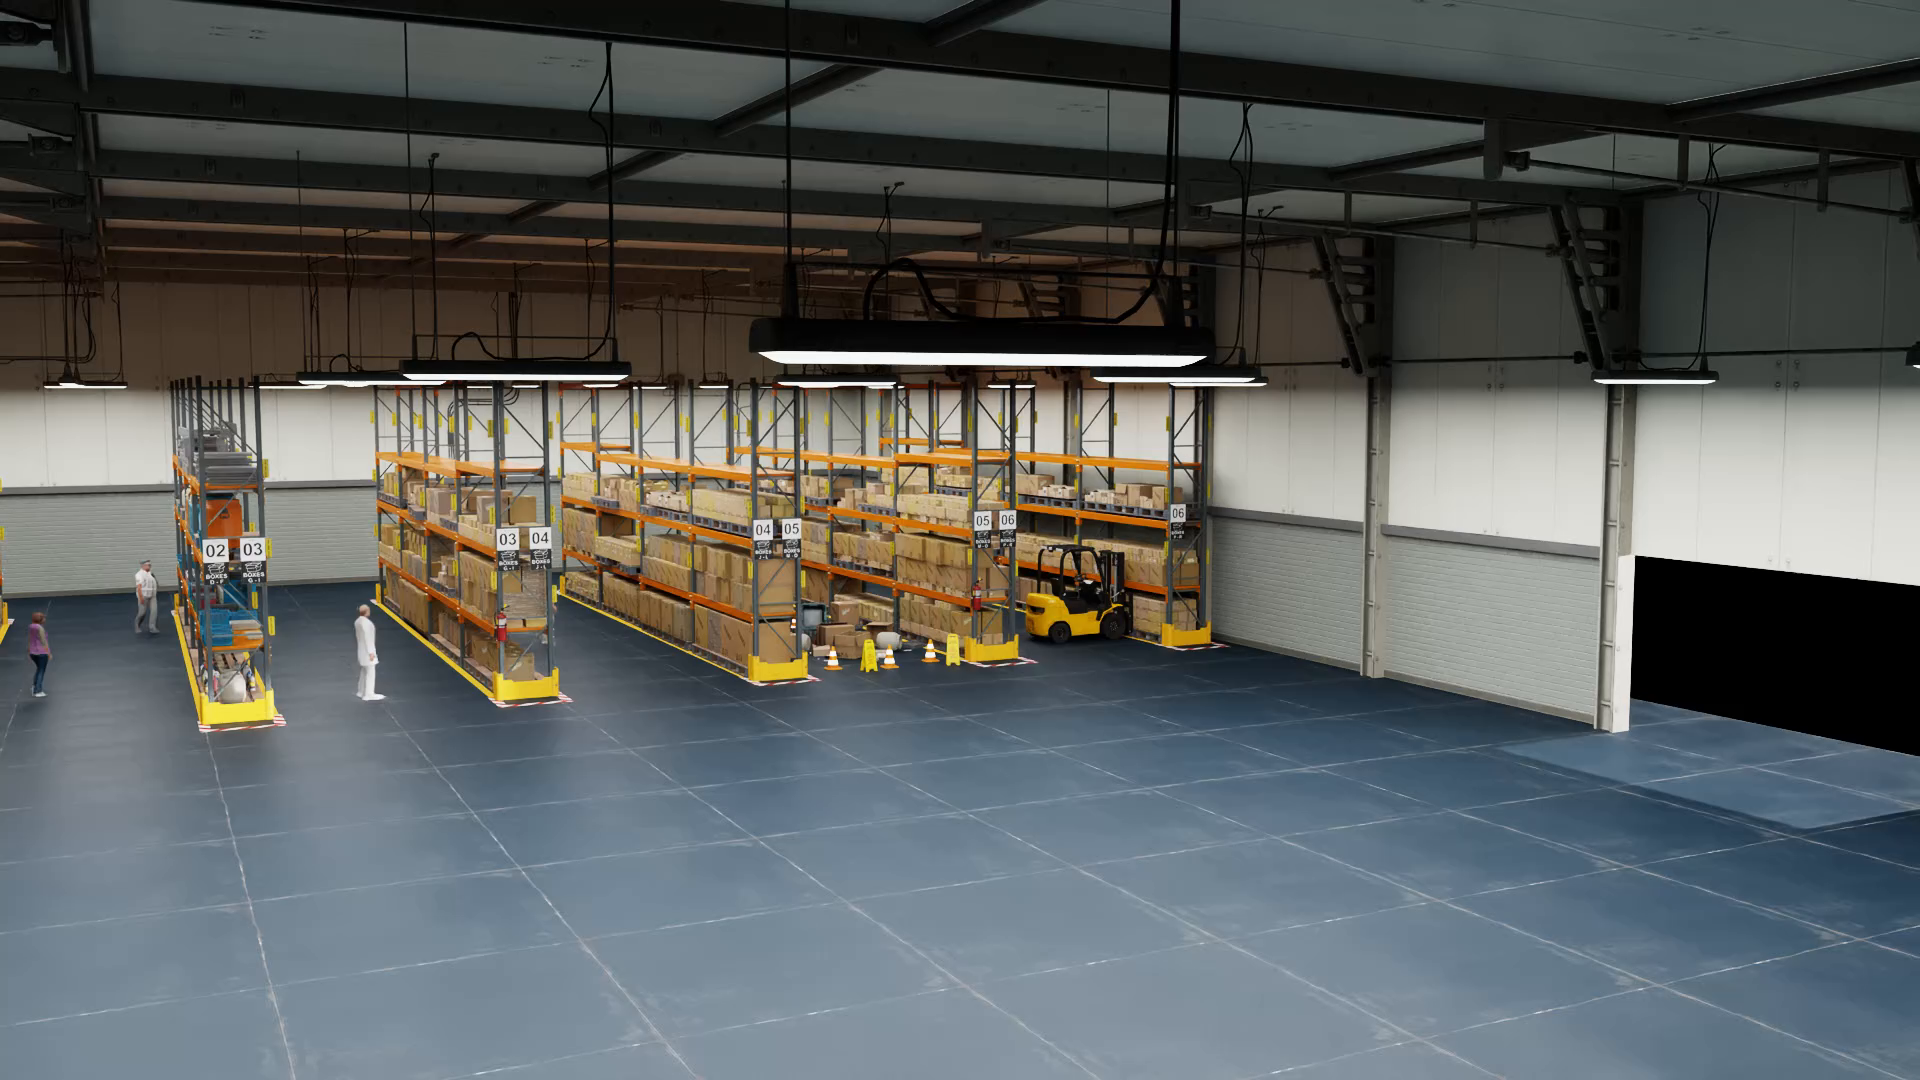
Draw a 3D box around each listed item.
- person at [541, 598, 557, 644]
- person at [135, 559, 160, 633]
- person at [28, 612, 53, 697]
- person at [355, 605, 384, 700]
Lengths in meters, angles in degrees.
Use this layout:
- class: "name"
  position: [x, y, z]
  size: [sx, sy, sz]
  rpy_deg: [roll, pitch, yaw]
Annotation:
- class: "person"
  position: [-9.389, 1.539, 37.809]
  size: [0.498, 1.709, 0.516]
  rpy_deg: [-1, 5, -6]
- class: "person"
  position: [-19.392, 1.342, 39.625]
  size: [0.670, 1.765, 0.557]
  rpy_deg: [2, 6, 25]
- class: "person"
  position: [-17.266, 2.149, 31.192]
  size: [0.448, 1.615, 0.446]
  rpy_deg: [1, 5, 9]
- class: "person"
  position: [-11.026, 2.112, 31.013]
  size: [0.467, 1.826, 0.646]
  rpy_deg: [-2, 5, -21]
